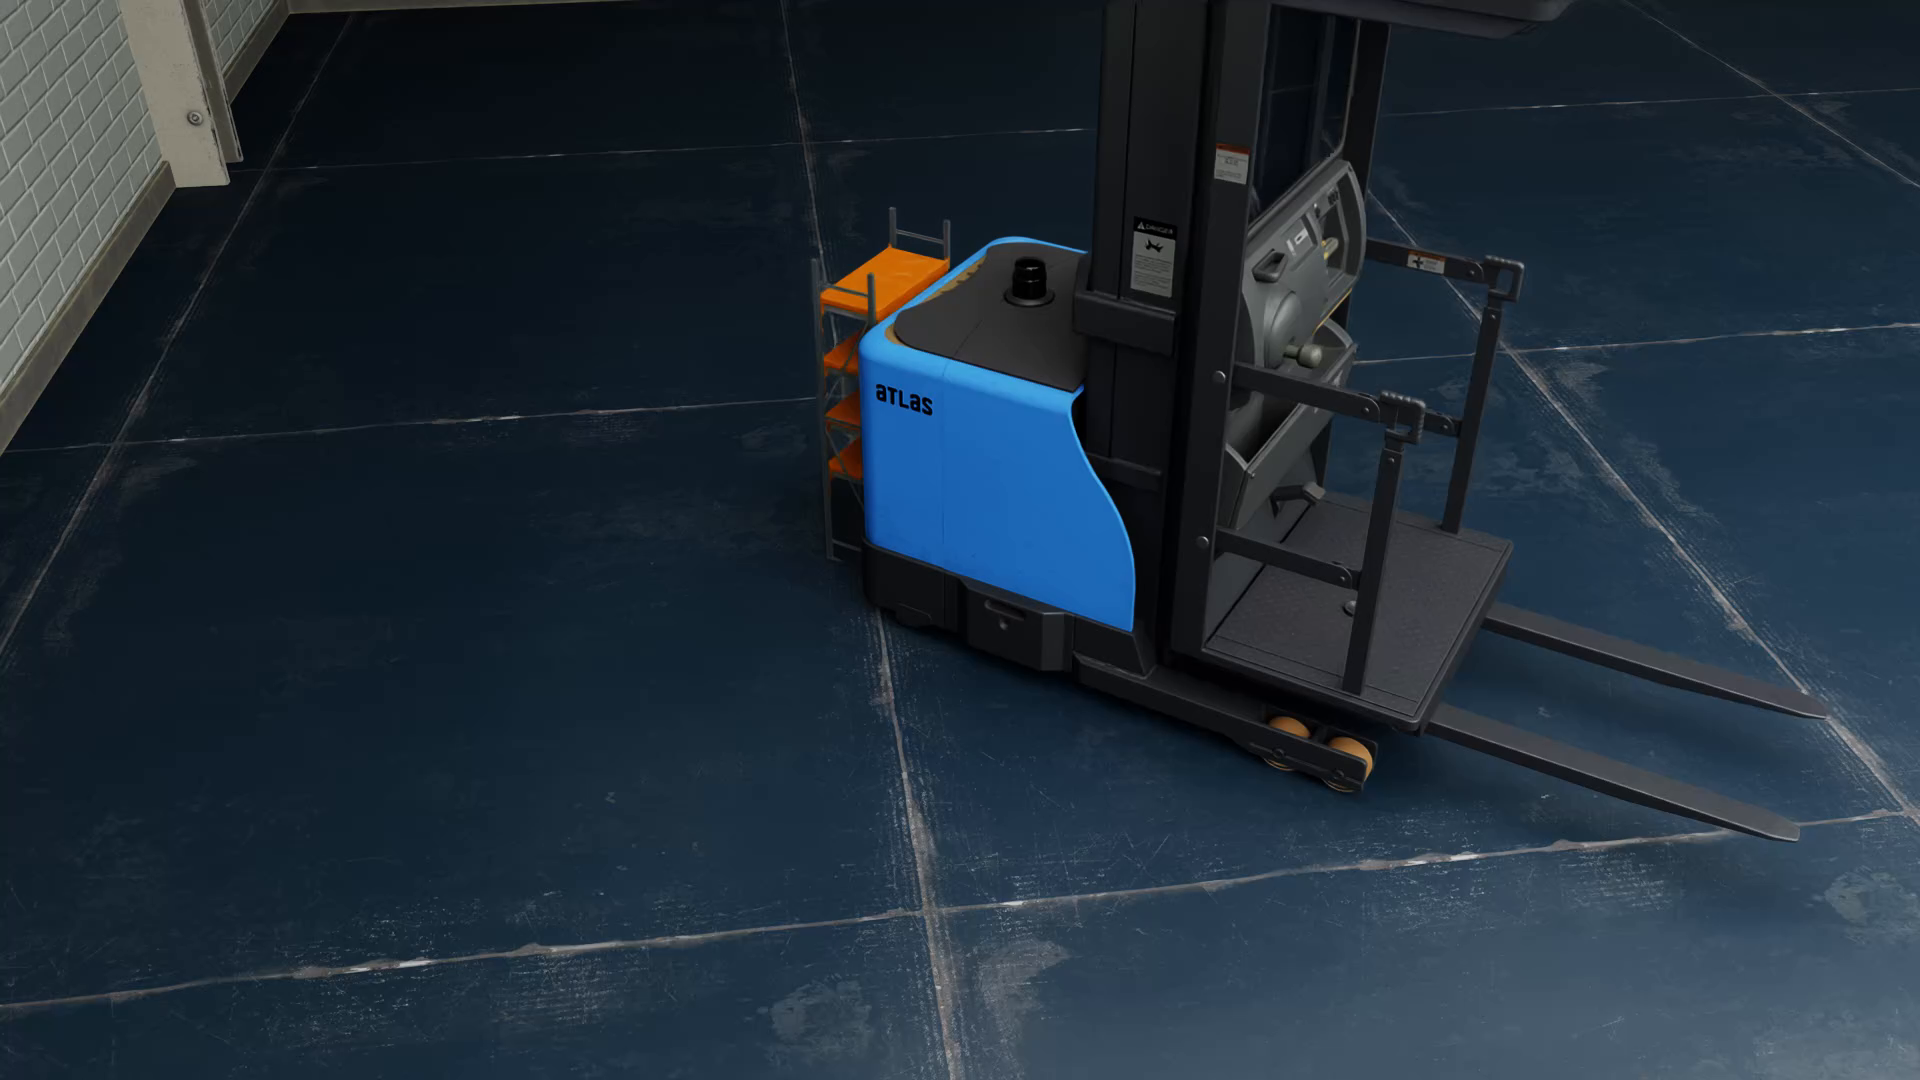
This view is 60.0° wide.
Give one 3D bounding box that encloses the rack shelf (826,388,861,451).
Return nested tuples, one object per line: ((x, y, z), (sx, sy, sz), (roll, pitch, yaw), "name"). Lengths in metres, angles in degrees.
((-0.263, -0.461, 5.980), (0.258, 0.148, 0.480), (18, 38, 24), "rack shelf")

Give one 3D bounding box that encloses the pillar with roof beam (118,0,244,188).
((0.079, -6.088, 7.193), (9.100, 9.000, 0.400), (-4, 35, -6), "pillar with roof beam")

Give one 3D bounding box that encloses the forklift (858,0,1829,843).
((1.190, -0.781, 4.793), (3.031, 2.935, 1.130), (18, 38, 25), "forklift")

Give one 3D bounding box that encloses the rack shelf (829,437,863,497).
((-0.263, -0.297, 6.092), (0.258, 0.148, 0.480), (18, 38, 24), "rack shelf")

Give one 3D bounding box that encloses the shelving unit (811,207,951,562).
((-0.263, -0.517, 5.942), (0.258, 1.200, 0.503), (18, 38, 24), "shelving unit")

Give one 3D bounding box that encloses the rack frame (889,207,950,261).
((-0.142, -0.636, 6.117), (0.240, 1.200, 0.015), (18, 38, 24), "rack frame")

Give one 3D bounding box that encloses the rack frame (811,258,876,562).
((-0.384, -0.397, 5.767), (0.240, 1.200, 0.015), (18, 38, 24), "rack frame")

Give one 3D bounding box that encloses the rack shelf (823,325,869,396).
((-0.263, -0.646, 5.854), (0.258, 0.148, 0.480), (18, 38, 24), "rack shelf")

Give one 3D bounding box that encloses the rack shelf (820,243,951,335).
((-0.263, -0.841, 5.721), (0.258, 0.148, 0.480), (18, 38, 24), "rack shelf")
